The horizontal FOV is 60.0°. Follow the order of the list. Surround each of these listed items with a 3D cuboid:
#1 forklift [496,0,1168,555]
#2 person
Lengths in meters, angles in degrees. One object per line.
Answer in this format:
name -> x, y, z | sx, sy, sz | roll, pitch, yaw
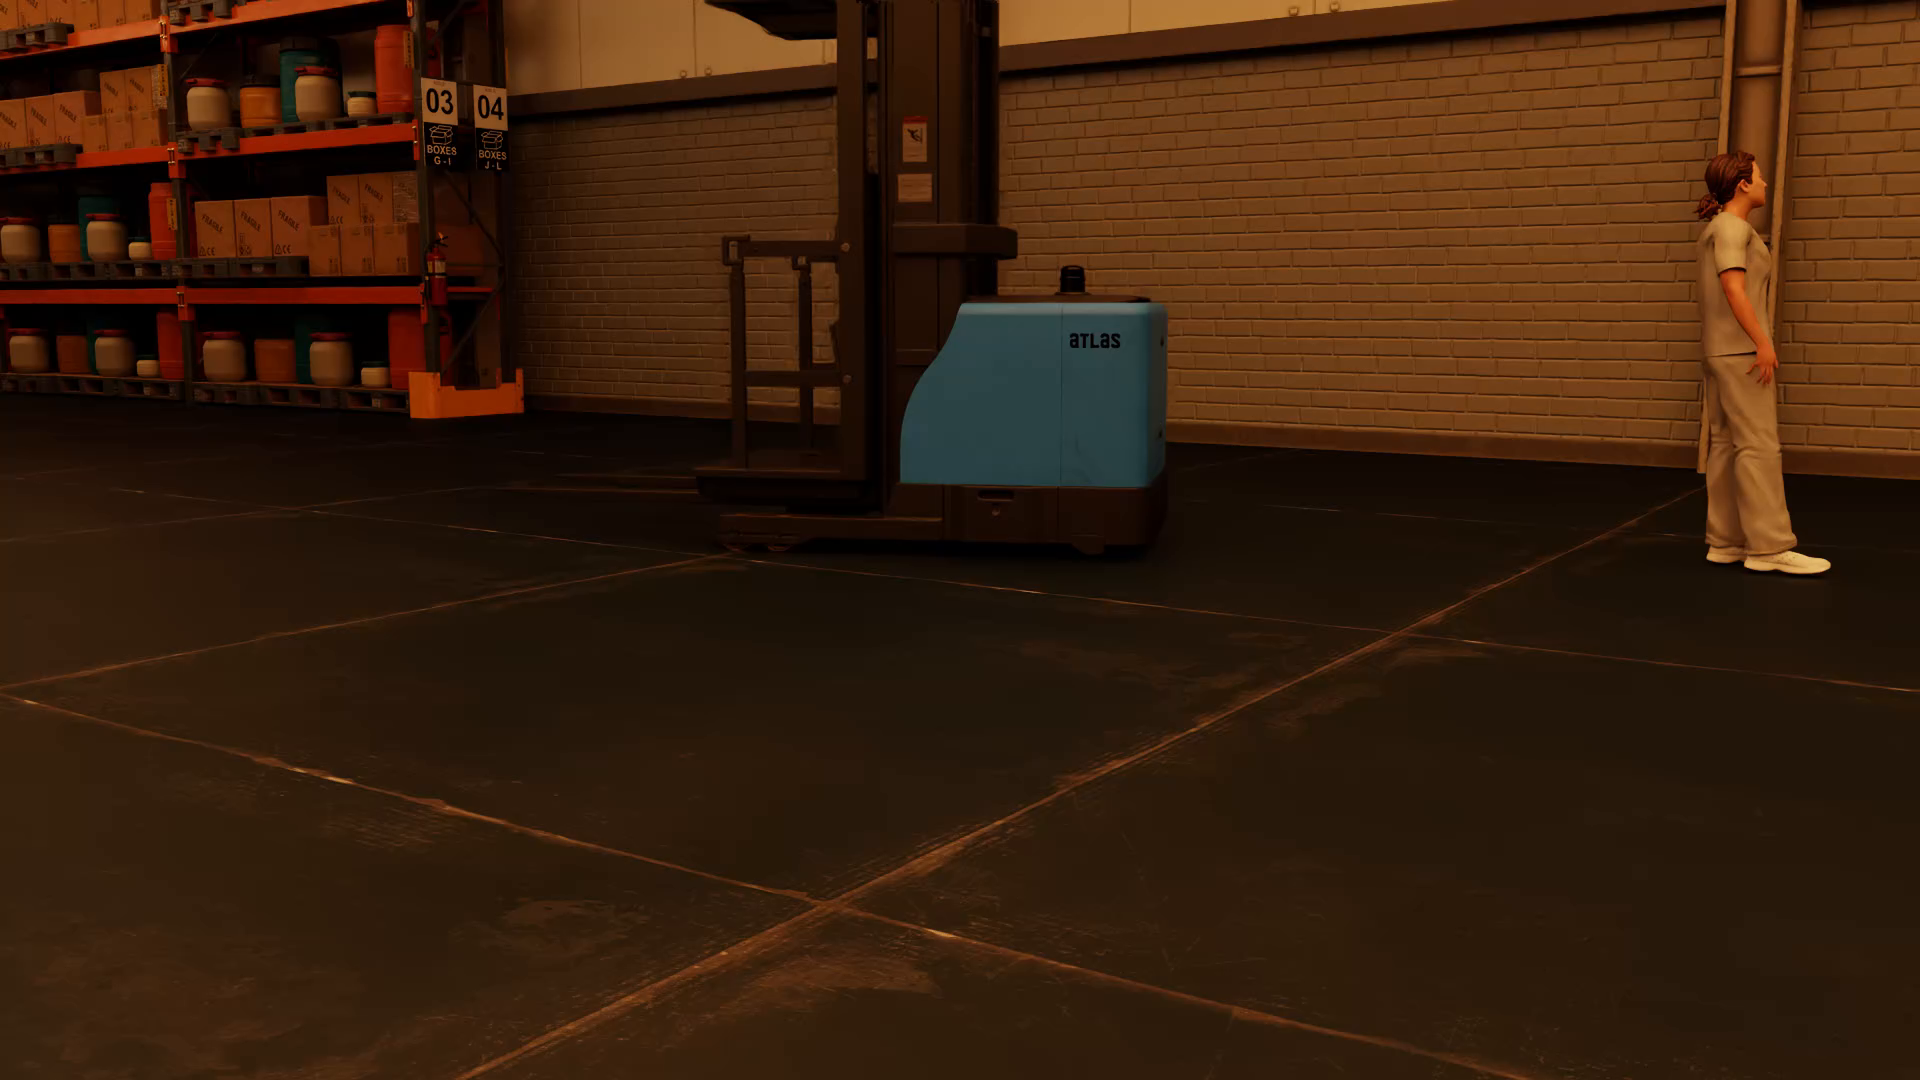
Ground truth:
forklift -> -0.596, -1.469, 7.520 | 3.031, 2.935, 1.130 | 2, 8, 12
person -> 3.229, -0.731, 6.740 | 0.548, 1.673, 0.550 | 2, 8, 14
